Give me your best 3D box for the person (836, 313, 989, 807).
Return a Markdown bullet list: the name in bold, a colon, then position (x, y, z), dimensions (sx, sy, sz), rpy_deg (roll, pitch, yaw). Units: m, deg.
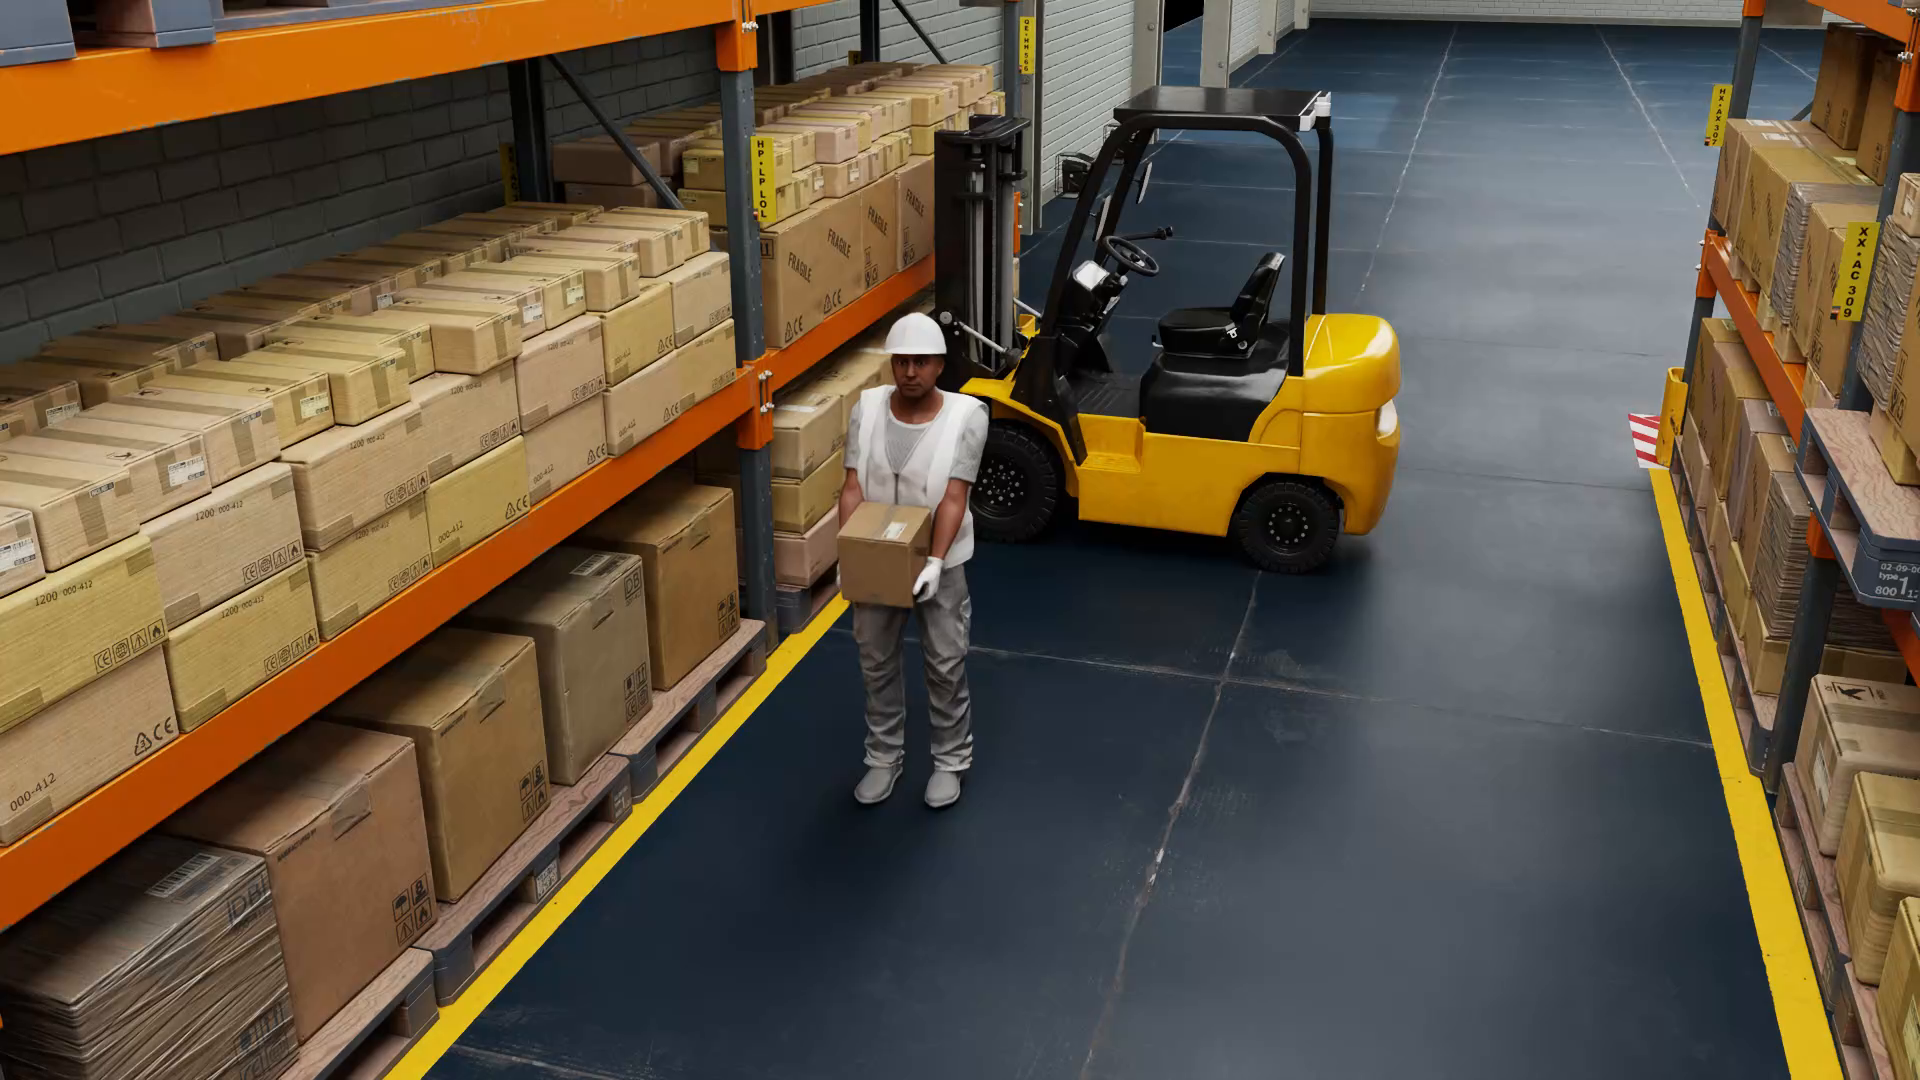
- **person**: position (-0.182, 0.110, 5.785), dimensions (0.490, 1.782, 0.578), rpy_deg (6, 23, 15)
